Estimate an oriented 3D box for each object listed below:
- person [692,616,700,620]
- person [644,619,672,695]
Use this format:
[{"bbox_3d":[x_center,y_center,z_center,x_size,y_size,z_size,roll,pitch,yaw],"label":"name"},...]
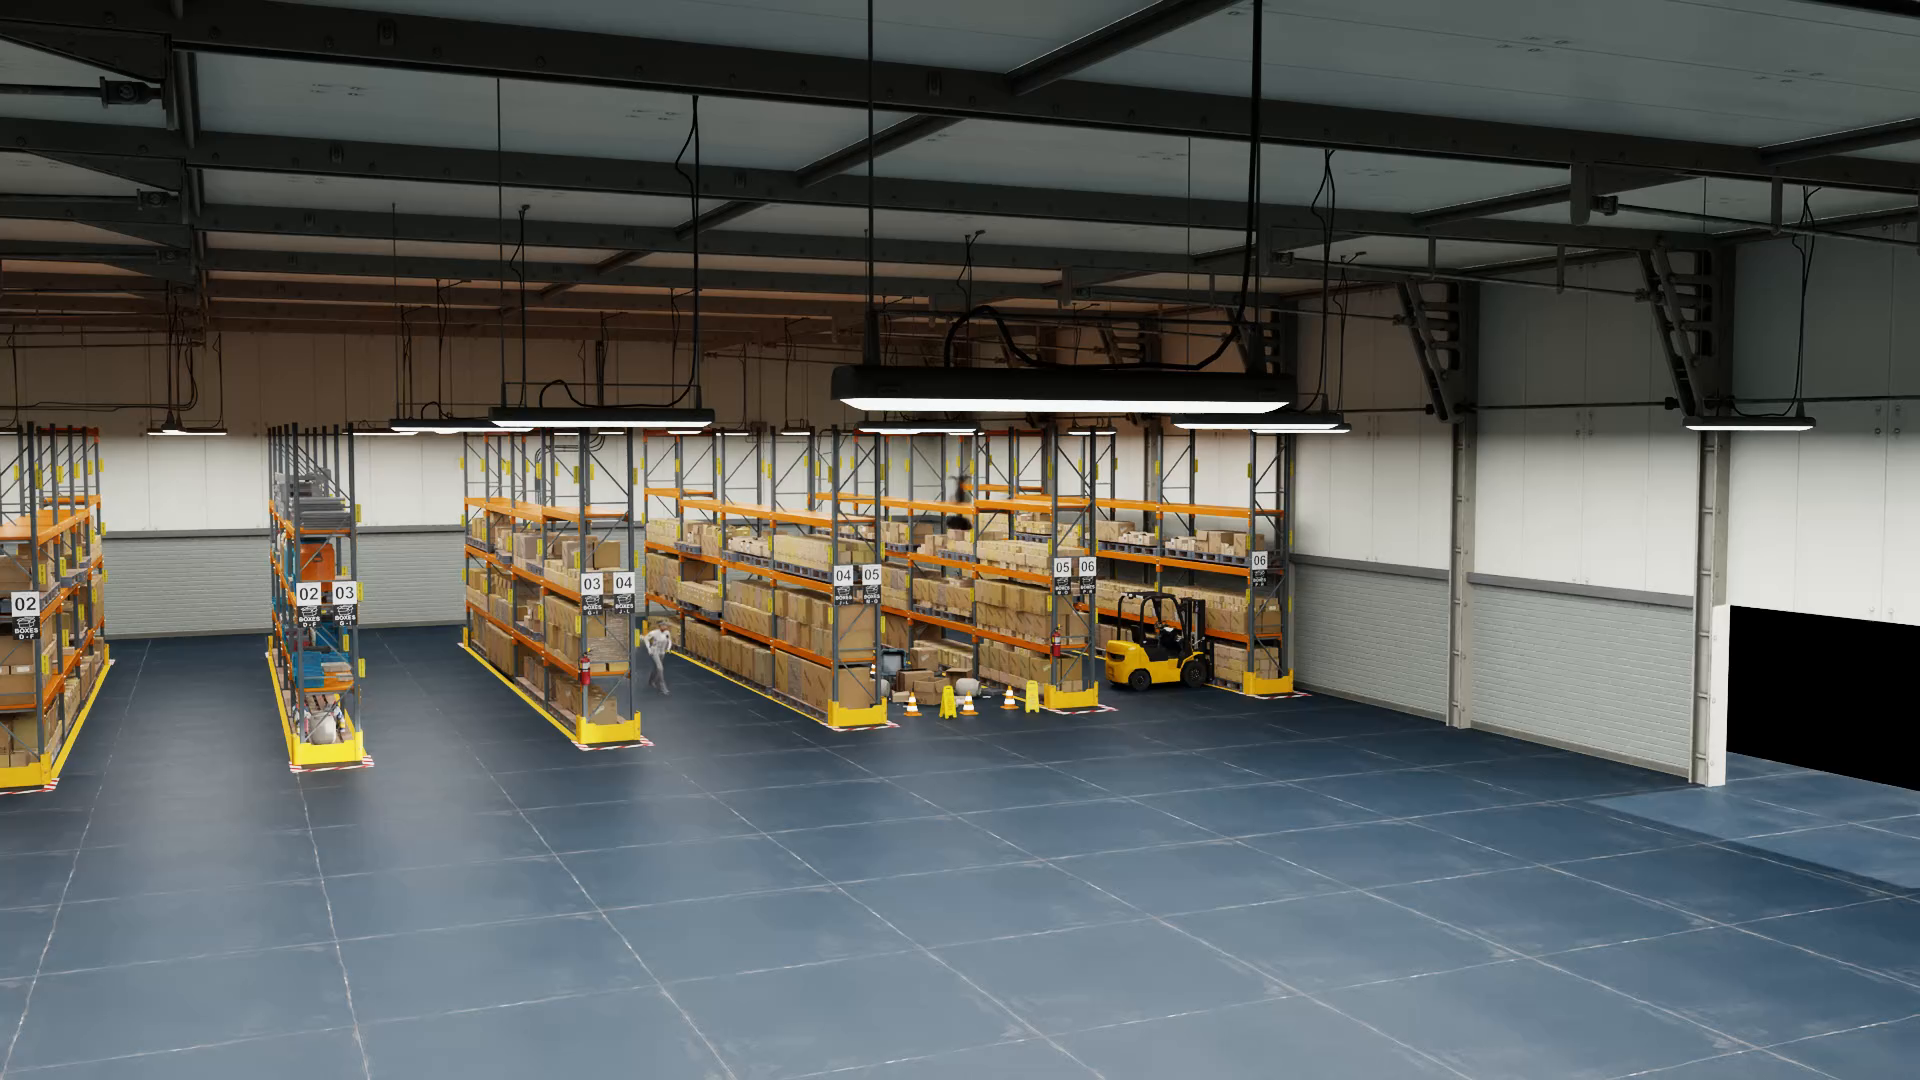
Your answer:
[{"bbox_3d":[-7.599,1.922,48.870,0.623,1.631,0.642,2,4,28],"label":"person"},{"bbox_3d":[-6.815,2.608,37.493,0.615,1.678,0.927,-3,5,-40],"label":"person"}]
